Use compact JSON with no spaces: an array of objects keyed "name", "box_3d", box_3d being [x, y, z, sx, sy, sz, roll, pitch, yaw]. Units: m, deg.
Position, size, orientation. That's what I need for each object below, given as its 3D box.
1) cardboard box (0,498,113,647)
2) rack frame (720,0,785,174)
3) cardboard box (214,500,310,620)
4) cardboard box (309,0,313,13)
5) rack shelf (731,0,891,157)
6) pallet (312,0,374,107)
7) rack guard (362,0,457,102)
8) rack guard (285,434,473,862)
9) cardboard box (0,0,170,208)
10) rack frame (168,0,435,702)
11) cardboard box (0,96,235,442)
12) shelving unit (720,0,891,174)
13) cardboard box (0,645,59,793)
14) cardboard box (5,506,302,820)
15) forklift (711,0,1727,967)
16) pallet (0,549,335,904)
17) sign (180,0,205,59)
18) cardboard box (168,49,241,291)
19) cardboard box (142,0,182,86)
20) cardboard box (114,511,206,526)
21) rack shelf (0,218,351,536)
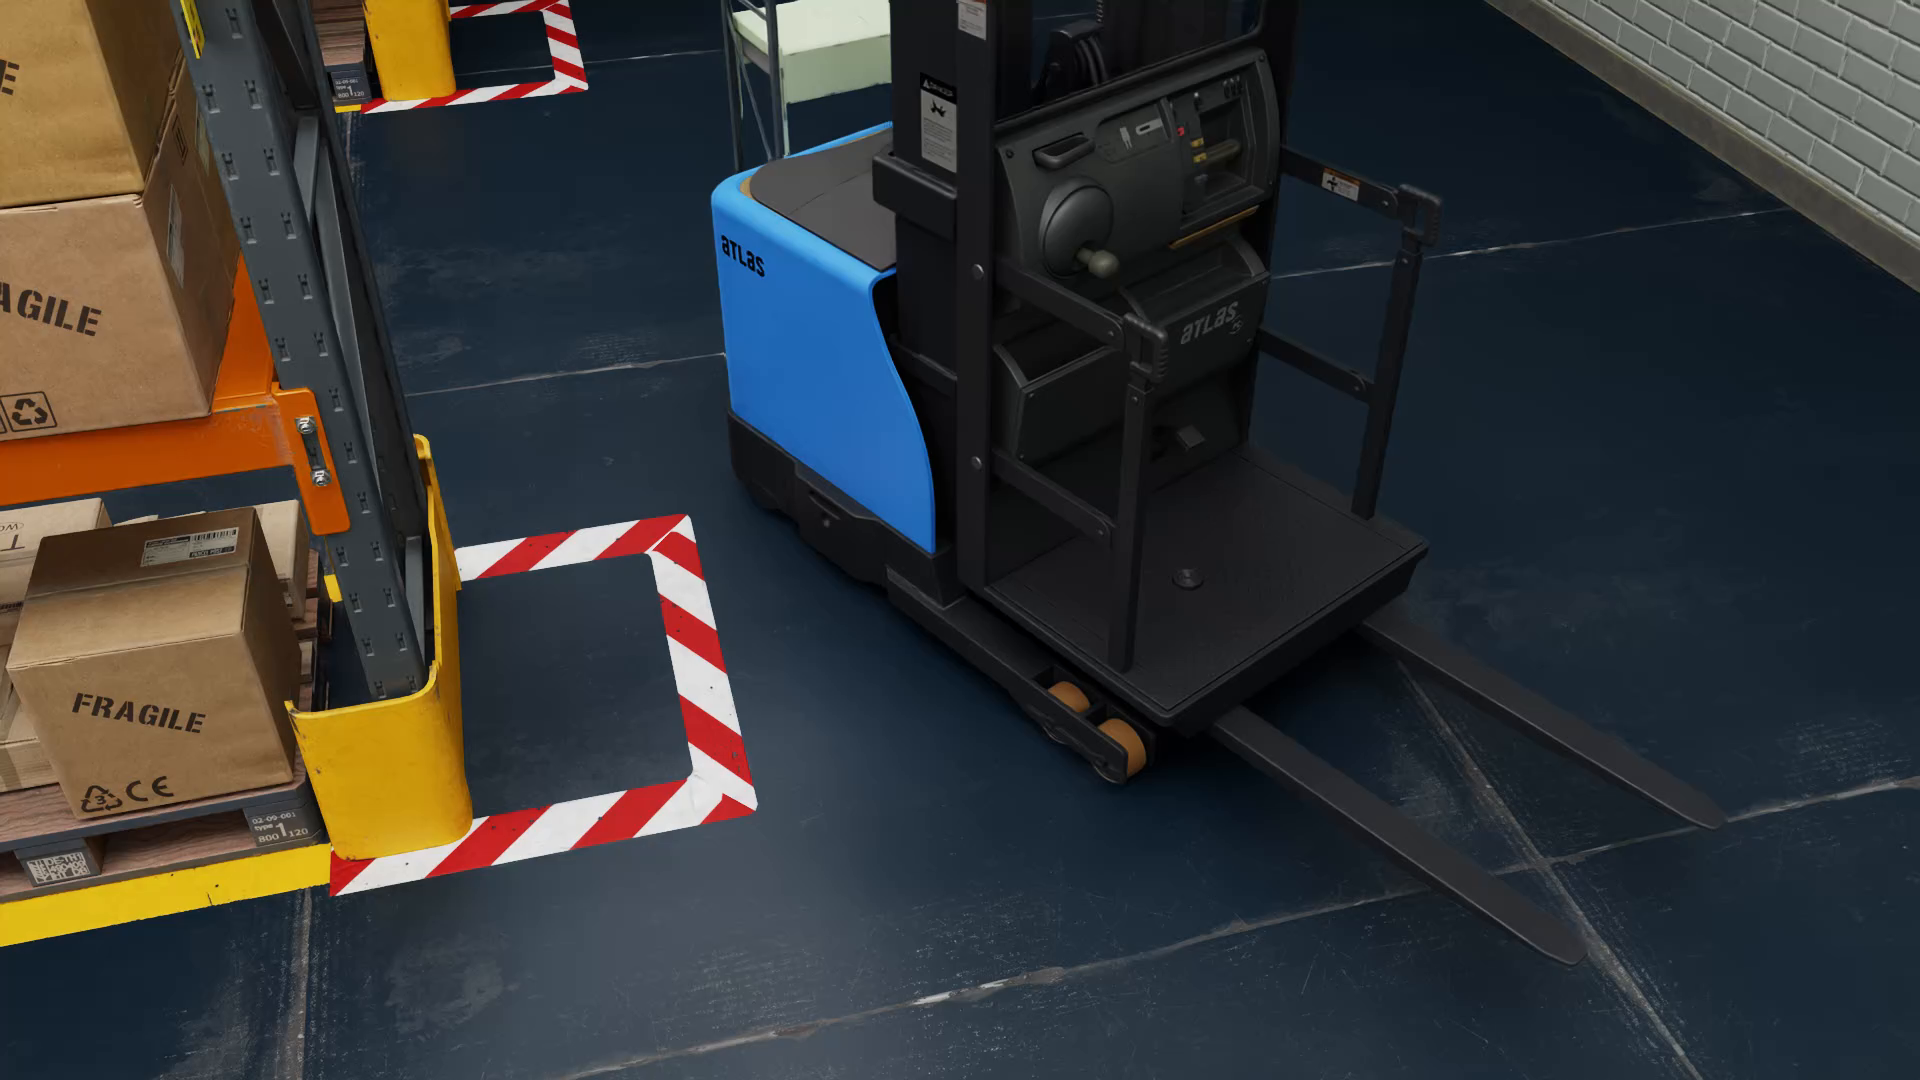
[{"name":"cardboard box","box_3d":[-2.570,0.162,4.470,0.500,0.250,0.500,-9,38,-12]},{"name":"rack frame","box_3d":[-0.652,-1.132,5.495,0.023,1.500,0.400,-19,41,-23]},{"name":"cardboard box","box_3d":[-1.983,0.068,4.676,0.250,0.149,0.380,-9,38,-12]},{"name":"cardboard box","box_3d":[-3.433,-2.663,7.975,0.500,0.500,0.700,-9,38,-12]},{"name":"rack shelf","box_3d":[-0.333,-1.551,5.401,0.720,0.370,0.431,-19,41,-23]},{"name":"pallet","box_3d":[-3.535,-2.379,8.186,1.213,0.211,1.003,-9,38,-12]},{"name":"rack guard","box_3d":[-2.761,-2.670,8.329,0.348,0.500,1.175,-9,38,-12]},{"name":"rack guard","box_3d":[-1.562,0.251,4.511,0.348,0.500,1.175,-9,38,-12]},{"name":"cardboard box","box_3d":[-1.847,-0.959,3.130,0.500,0.500,0.500,-10,38,-12]},{"name":"rack frame","box_3d":[-1.489,-0.754,3.767,0.127,3.000,1.000,-9,38,-12]},{"name":"cardboard box","box_3d":[-1.850,-0.563,3.435,0.500,0.500,0.500,-8,38,-11]},{"name":"shelving unit","box_3d":[-0.333,-1.241,5.638,0.755,1.500,0.431,-19,41,-23]},{"name":"cardboard box","box_3d":[-2.364,0.439,4.178,0.250,0.166,0.380,-9,38,-12]},{"name":"cardboard box","box_3d":[-1.949,0.295,4.091,0.500,0.500,0.500,-9,38,-12]},{"name":"forklift","box_3d":[0.602,-0.874,3.980,1.130,2.935,3.031,-28,45,-32]},{"name":"pallet","box_3d":[-2.331,0.493,4.433,1.213,0.211,1.003,-9,38,-12]},{"name":"sign","box_3d":[-1.363,-1.011,2.889,0.005,0.325,0.100,-9,38,-12]},{"name":"cardboard box","box_3d":[-1.986,-0.878,3.847,0.500,0.500,0.500,-9,38,-11]},{"name":"cardboard box","box_3d":[-1.986,-1.275,3.543,0.500,0.500,0.500,-8,38,-11]},{"name":"cardboard box","box_3d":[-2.224,0.101,4.619,0.250,0.166,0.380,-9,38,-12]},{"name":"rack shelf","box_3d":[-3.419,-0.151,3.571,4.000,0.370,1.077,-9,38,-12]}]
